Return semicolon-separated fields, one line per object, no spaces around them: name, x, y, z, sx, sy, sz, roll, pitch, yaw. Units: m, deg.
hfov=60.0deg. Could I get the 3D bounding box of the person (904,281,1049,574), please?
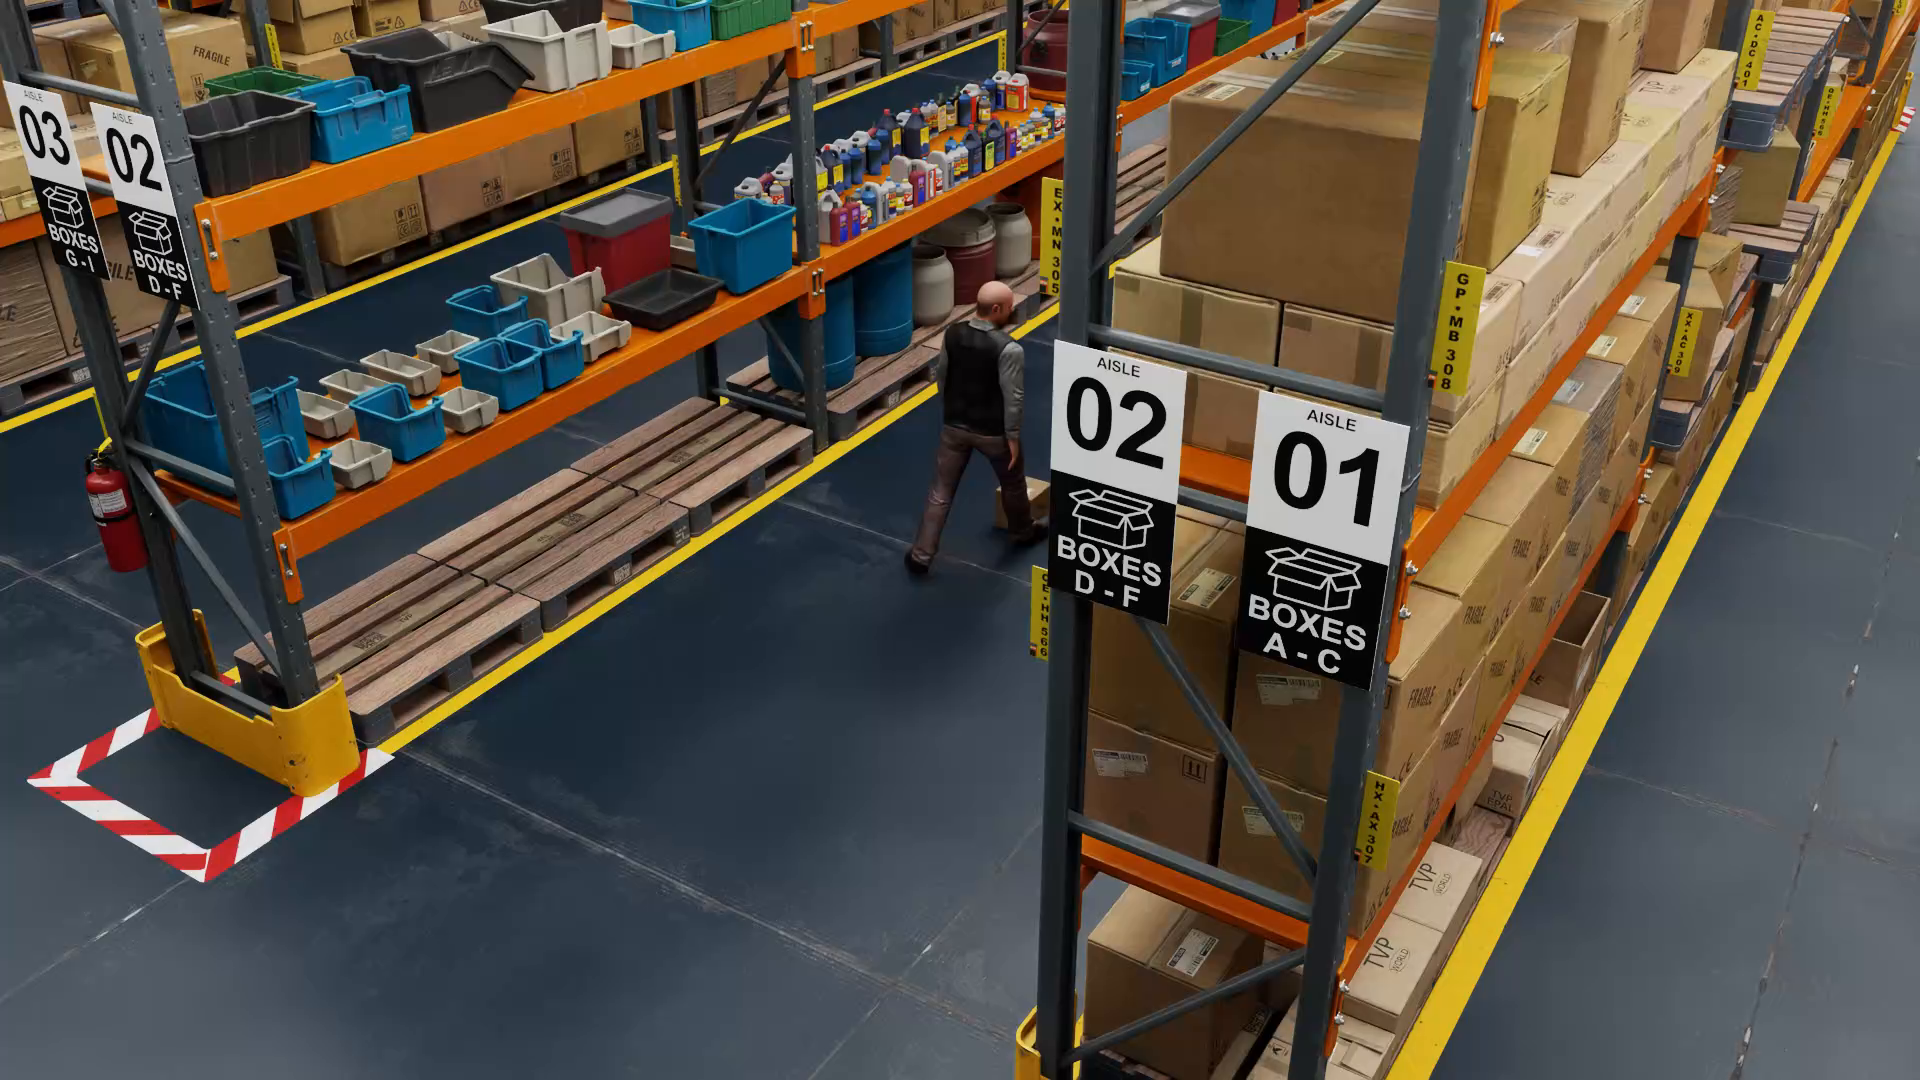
person;0.094;-0.648;9.340;0.640;1.691;0.927;14;33;23
